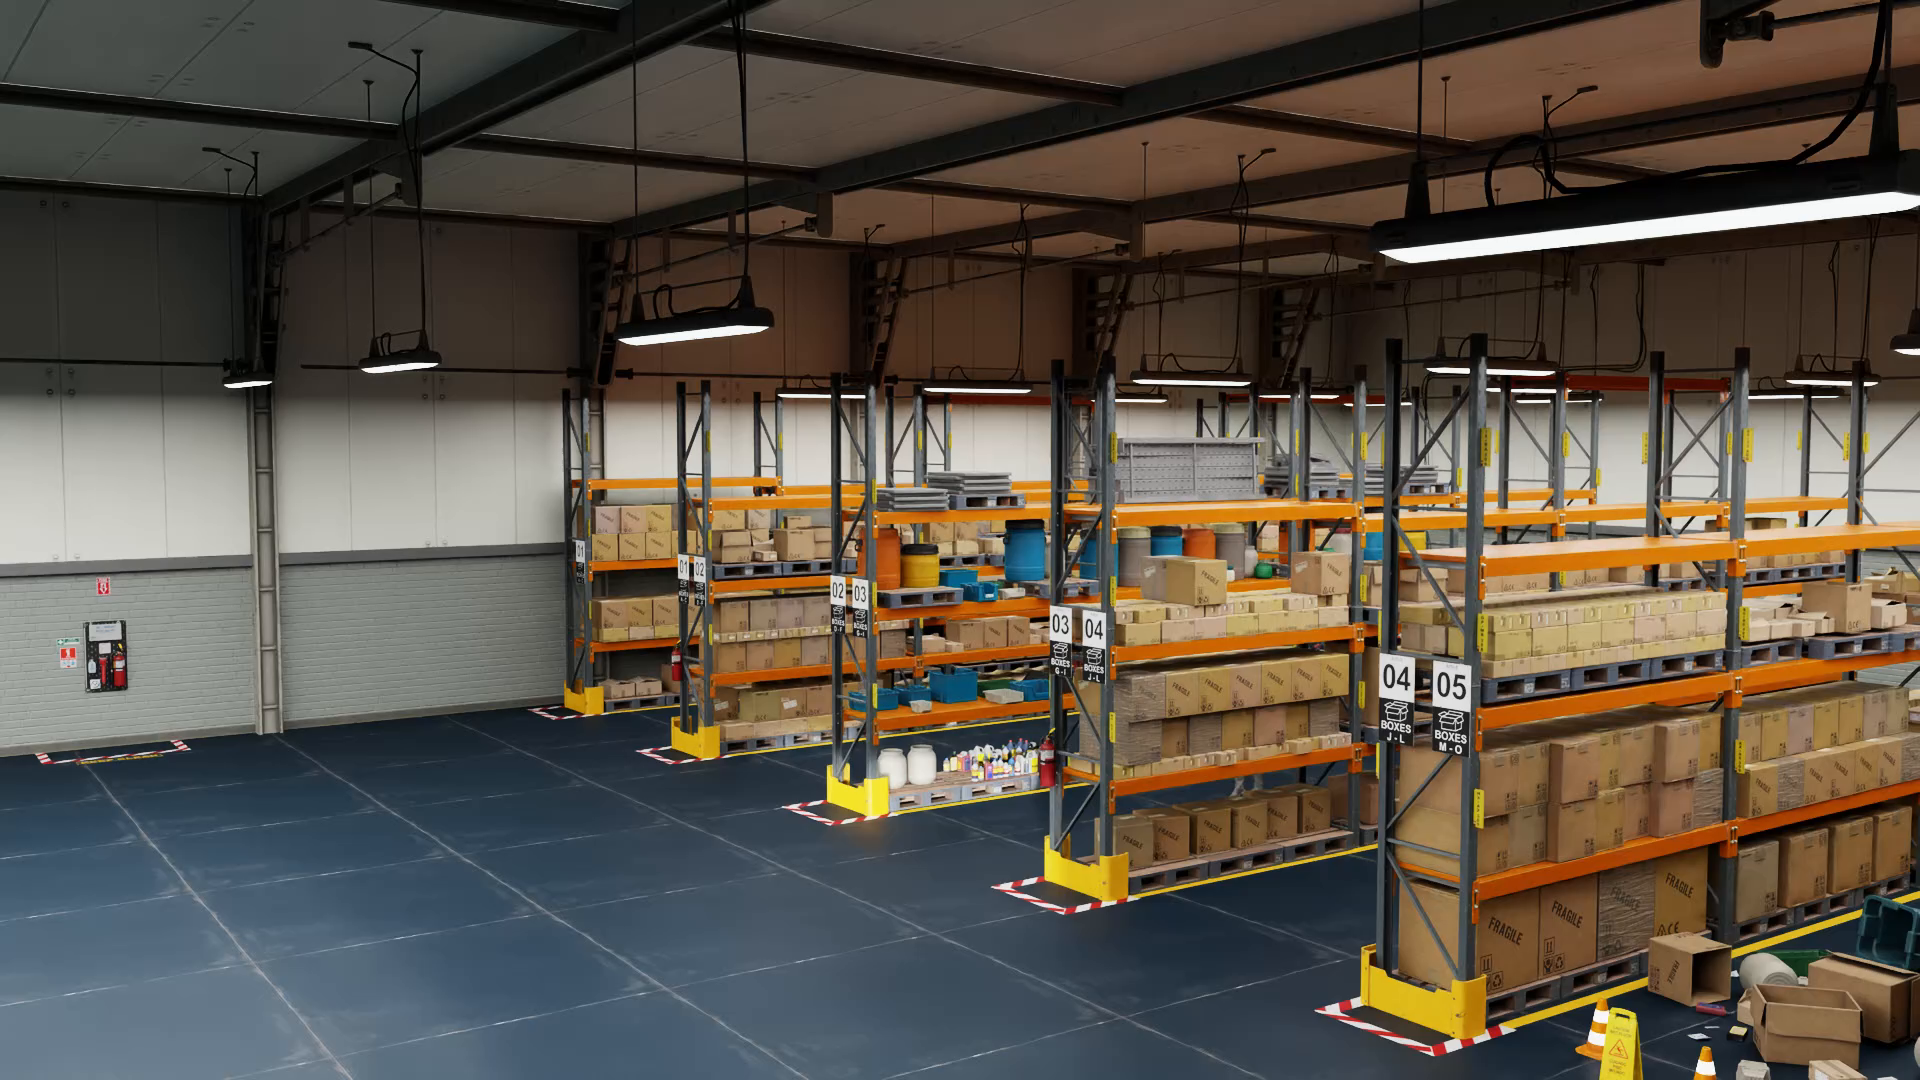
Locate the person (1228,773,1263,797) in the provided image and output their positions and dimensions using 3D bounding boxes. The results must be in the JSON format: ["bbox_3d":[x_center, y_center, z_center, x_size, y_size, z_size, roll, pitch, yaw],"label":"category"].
[{"bbox_3d":[4.089,2.840,23.628,0.516,1.711,0.528,-2,4,-33],"label":"person"}]
